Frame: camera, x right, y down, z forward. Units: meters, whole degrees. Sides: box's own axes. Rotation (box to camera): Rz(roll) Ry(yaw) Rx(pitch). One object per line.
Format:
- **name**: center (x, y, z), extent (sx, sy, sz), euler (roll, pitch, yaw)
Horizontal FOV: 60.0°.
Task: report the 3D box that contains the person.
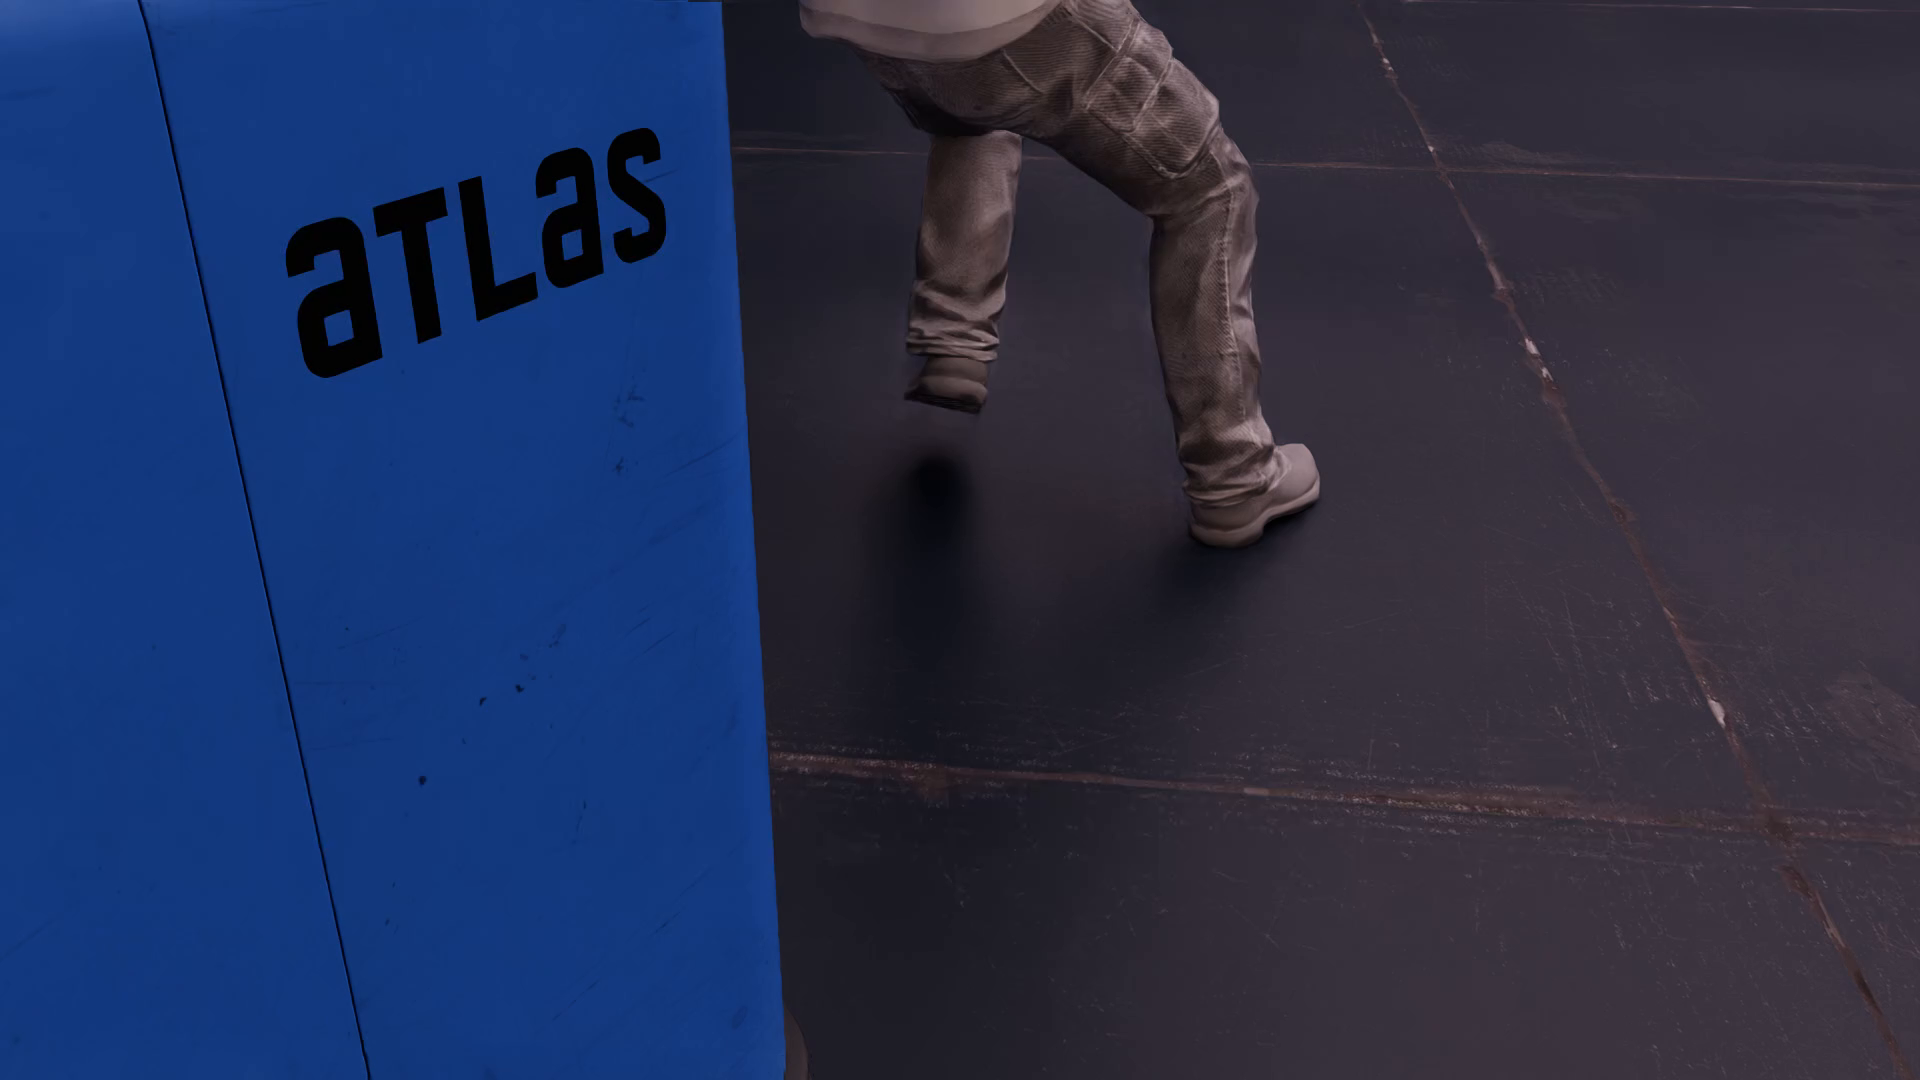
- **person**: center (0.129, -0.840, 2.369), extent (0.872, 1.627, 0.713), euler (22, 34, 37)
